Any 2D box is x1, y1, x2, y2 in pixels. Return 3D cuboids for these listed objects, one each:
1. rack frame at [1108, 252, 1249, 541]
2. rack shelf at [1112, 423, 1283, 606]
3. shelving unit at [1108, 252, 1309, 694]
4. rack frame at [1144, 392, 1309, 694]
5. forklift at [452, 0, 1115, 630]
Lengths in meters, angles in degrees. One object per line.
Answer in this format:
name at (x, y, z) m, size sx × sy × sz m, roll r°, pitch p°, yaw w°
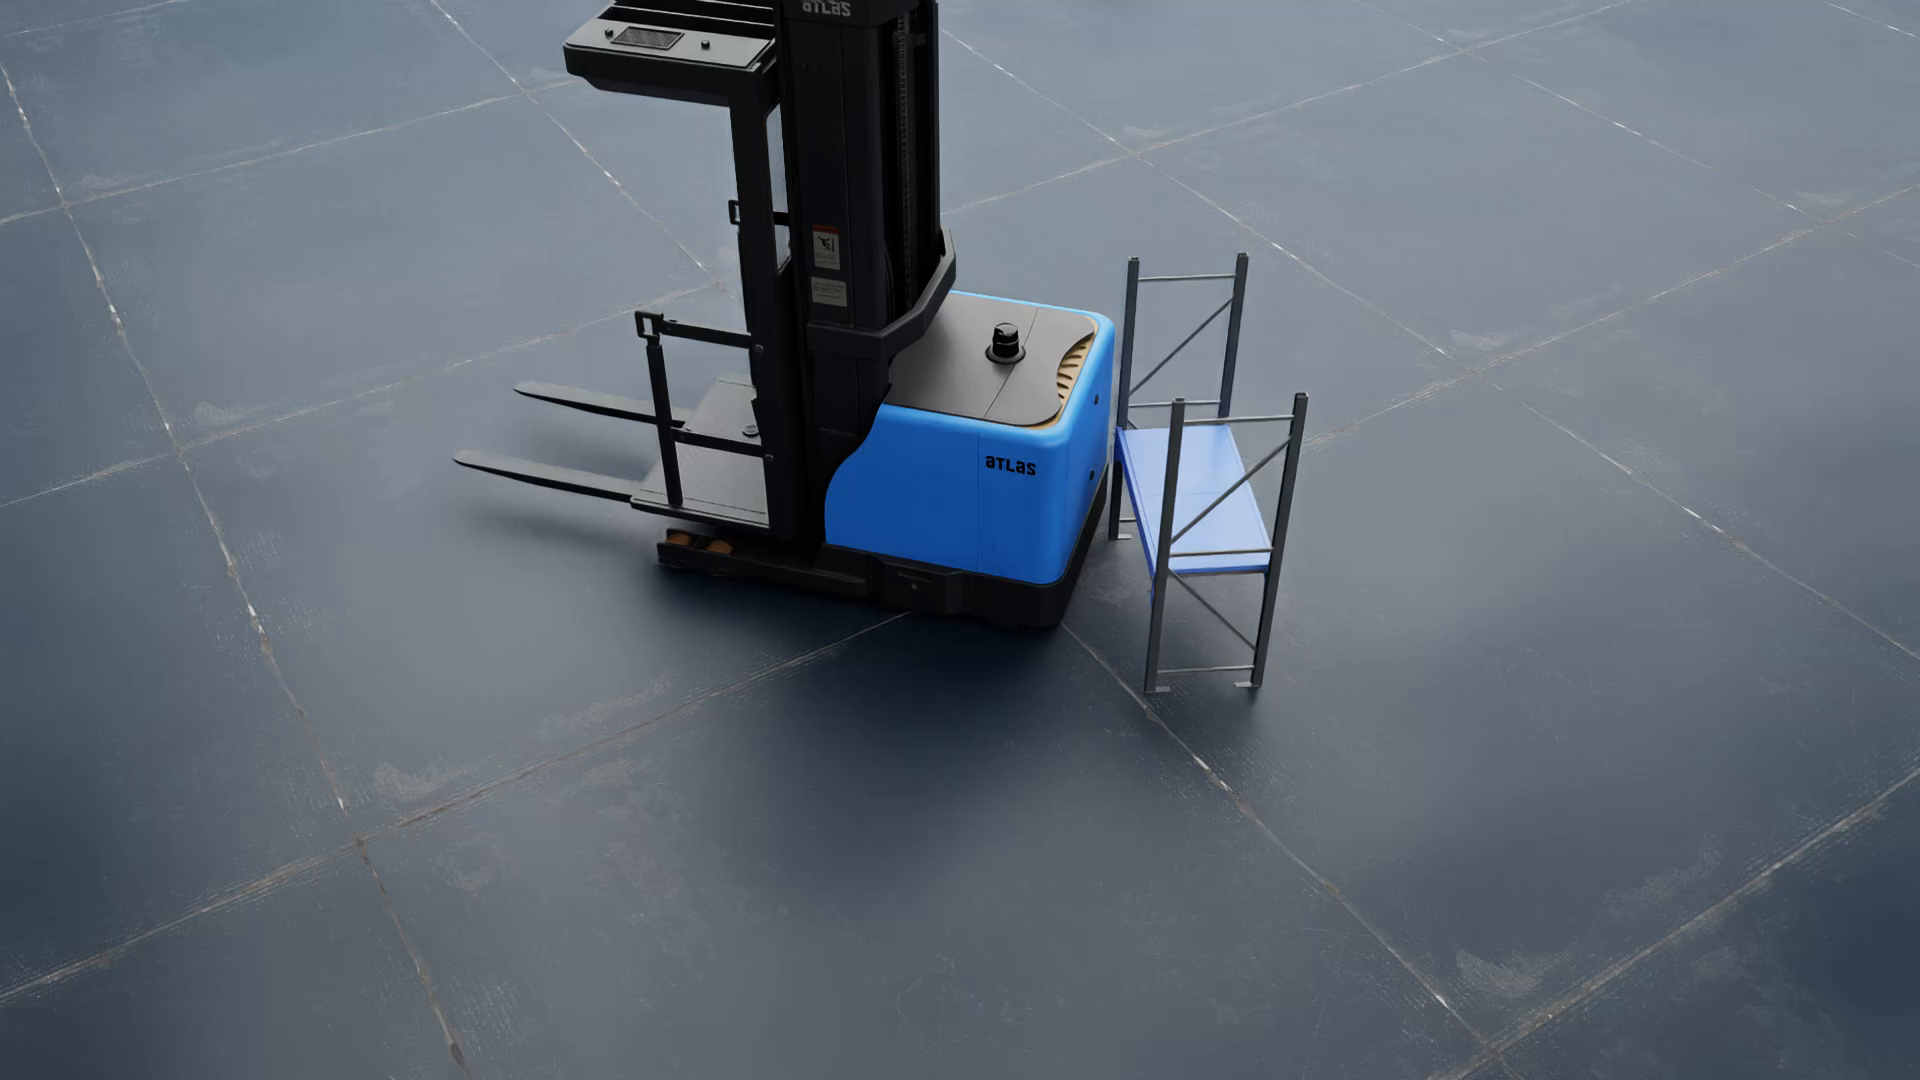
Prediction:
rack frame at (0.947, -0.596, 7.354) m, size 0.500 × 1.500 × 0.032 m, roll -3°, pitch 40°, yaw -4°
rack shelf at (0.988, -0.134, 7.080) m, size 0.538 × 0.185 × 1.000 m, roll -3°, pitch 40°, yaw -4°
shelving unit at (0.988, -0.272, 6.965) m, size 0.538 × 1.500 × 1.048 m, roll -3°, pitch 40°, yaw -4°
rack frame at (1.030, 0.053, 6.576) m, size 0.500 × 1.500 × 0.032 m, roll -3°, pitch 40°, yaw -4°
forklift at (-0.878, -1.269, 7.044) m, size 3.031 × 2.935 × 1.130 m, roll 11°, pitch 41°, yaw 13°
